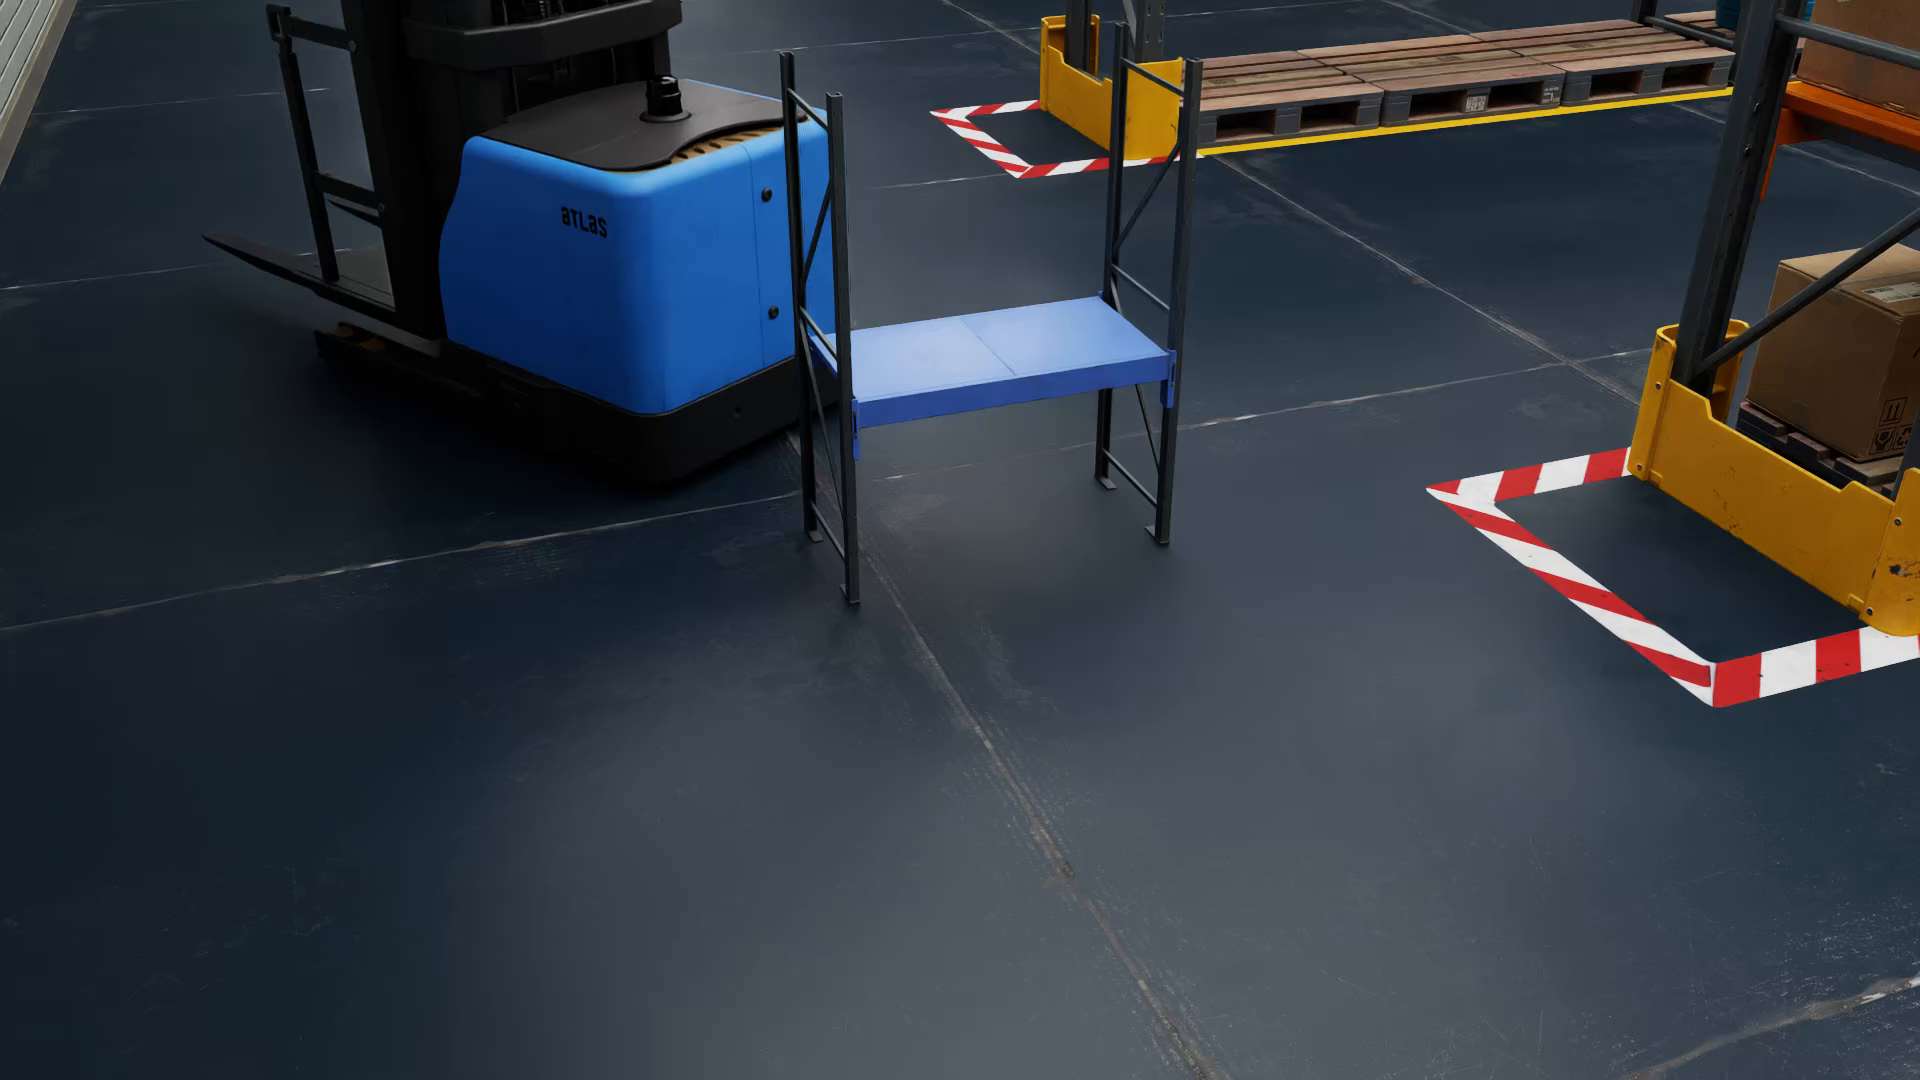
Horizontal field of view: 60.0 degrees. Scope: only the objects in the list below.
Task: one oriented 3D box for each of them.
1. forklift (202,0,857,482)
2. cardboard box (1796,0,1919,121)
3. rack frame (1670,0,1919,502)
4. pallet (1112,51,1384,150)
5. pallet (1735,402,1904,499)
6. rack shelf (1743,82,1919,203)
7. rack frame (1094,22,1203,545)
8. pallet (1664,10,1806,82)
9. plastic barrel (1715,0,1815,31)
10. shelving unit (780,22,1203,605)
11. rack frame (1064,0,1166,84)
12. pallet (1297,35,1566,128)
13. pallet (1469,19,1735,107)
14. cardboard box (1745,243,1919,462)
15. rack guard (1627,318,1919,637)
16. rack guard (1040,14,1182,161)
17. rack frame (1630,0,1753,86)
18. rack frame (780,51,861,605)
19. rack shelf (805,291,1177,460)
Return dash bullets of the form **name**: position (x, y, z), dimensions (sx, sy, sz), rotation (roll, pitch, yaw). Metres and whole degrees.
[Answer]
- **forklift**: position (-1.841, -2.047, 5.882), dimensions (3.031, 2.935, 1.130), rotation (22, 36, 33)
- **cardboard box**: position (2.875, -1.551, 4.841), dimensions (0.500, 0.500, 0.500), rotation (-9, 31, -16)
- **rack frame**: position (2.550, -1.304, 4.509), dimensions (0.127, 3.000, 1.000), rotation (-10, 31, -18)
- **pallet**: position (1.612, -2.516, 9.452), dimensions (1.213, 0.211, 1.003), rotation (-10, 31, -18)
- **pallet**: position (3.368, -0.244, 5.465), dimensions (1.213, 0.211, 1.003), rotation (-10, 31, -18)
- **rack shelf**: position (4.424, -1.337, 5.293), dimensions (4.000, 0.370, 1.077), rotation (-10, 31, -18)
- **rack frame**: position (0.556, -0.754, 5.059), dimensions (0.032, 1.500, 0.500), rotation (-10, 31, -18)
- **pallet**: position (5.313, -3.196, 10.646), dimensions (1.213, 0.211, 1.003), rotation (-10, 31, -18)
- **plastic barrel**: position (5.091, -3.650, 10.322), dimensions (0.708, 0.901, 0.600), rotation (-10, 31, -18)
- **shelving unit**: position (0.080, -0.666, 4.905), dimensions (1.048, 1.500, 0.538), rotation (-10, 31, -18)
- **rack frame**: position (0.826, -3.603, 8.544), dimensions (0.127, 3.000, 1.000), rotation (-10, 31, -18)
- **pallet**: position (2.754, -2.724, 9.819), dimensions (1.213, 0.211, 1.003), rotation (-10, 31, -18)
- **pallet**: position (3.899, -2.937, 10.192), dimensions (1.213, 0.211, 1.003), rotation (-10, 31, -18)
- **cardboard box**: position (2.973, -0.617, 5.384), dimensions (0.500, 0.500, 0.500), rotation (-10, 31, -18)
- **rack guard**: position (2.621, -0.231, 5.151), dimensions (0.348, 0.500, 1.175), rotation (-10, 31, -18)
- **rack guard**: position (0.808, -2.507, 9.145), dimensions (0.348, 0.500, 1.175), rotation (-10, 31, -18)
- **rack frame**: position (4.575, -4.293, 9.756), dimensions (0.127, 3.000, 1.000), rotation (-10, 31, -18)
- **rack frame**: position (-0.396, -0.579, 4.751), dimensions (0.032, 1.500, 0.500), rotation (-10, 31, -18)
- **rack shelf**: position (0.080, -0.510, 4.994), dimensions (1.000, 0.185, 0.538), rotation (-10, 31, -18)
